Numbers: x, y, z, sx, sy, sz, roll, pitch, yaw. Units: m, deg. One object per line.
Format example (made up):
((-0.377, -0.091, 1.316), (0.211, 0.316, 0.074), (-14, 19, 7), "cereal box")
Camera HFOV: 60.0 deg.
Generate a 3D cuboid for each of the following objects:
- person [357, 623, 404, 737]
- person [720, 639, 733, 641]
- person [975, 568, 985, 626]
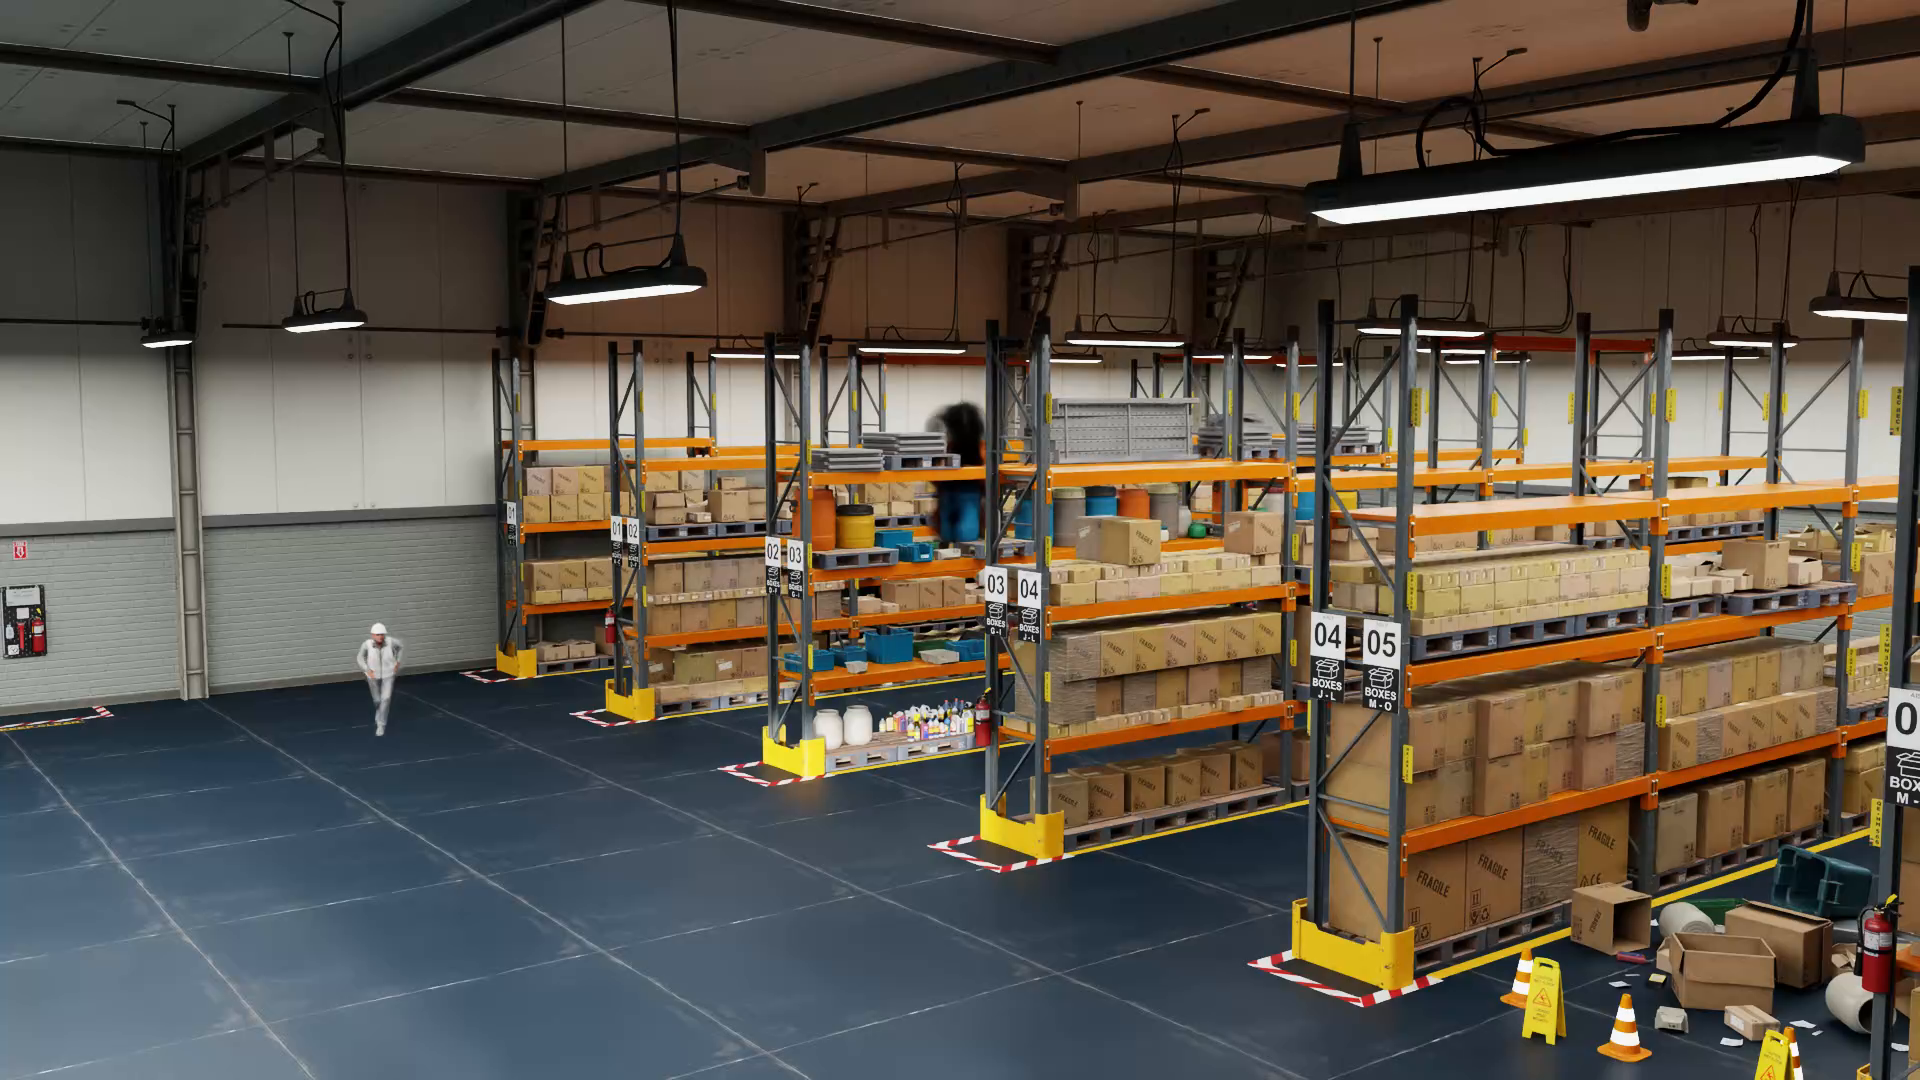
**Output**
((-8.884, 2.094, 25.516), (0.685, 1.735, 1.024), (-2, 5, -21), "person")
((-4.130, 1.778, 29.463), (0.846, 1.624, 0.612), (-5, 7, -42), "person")
((0.619, 1.223, 35.134), (0.660, 1.722, 0.589), (3, 6, 32), "person")
